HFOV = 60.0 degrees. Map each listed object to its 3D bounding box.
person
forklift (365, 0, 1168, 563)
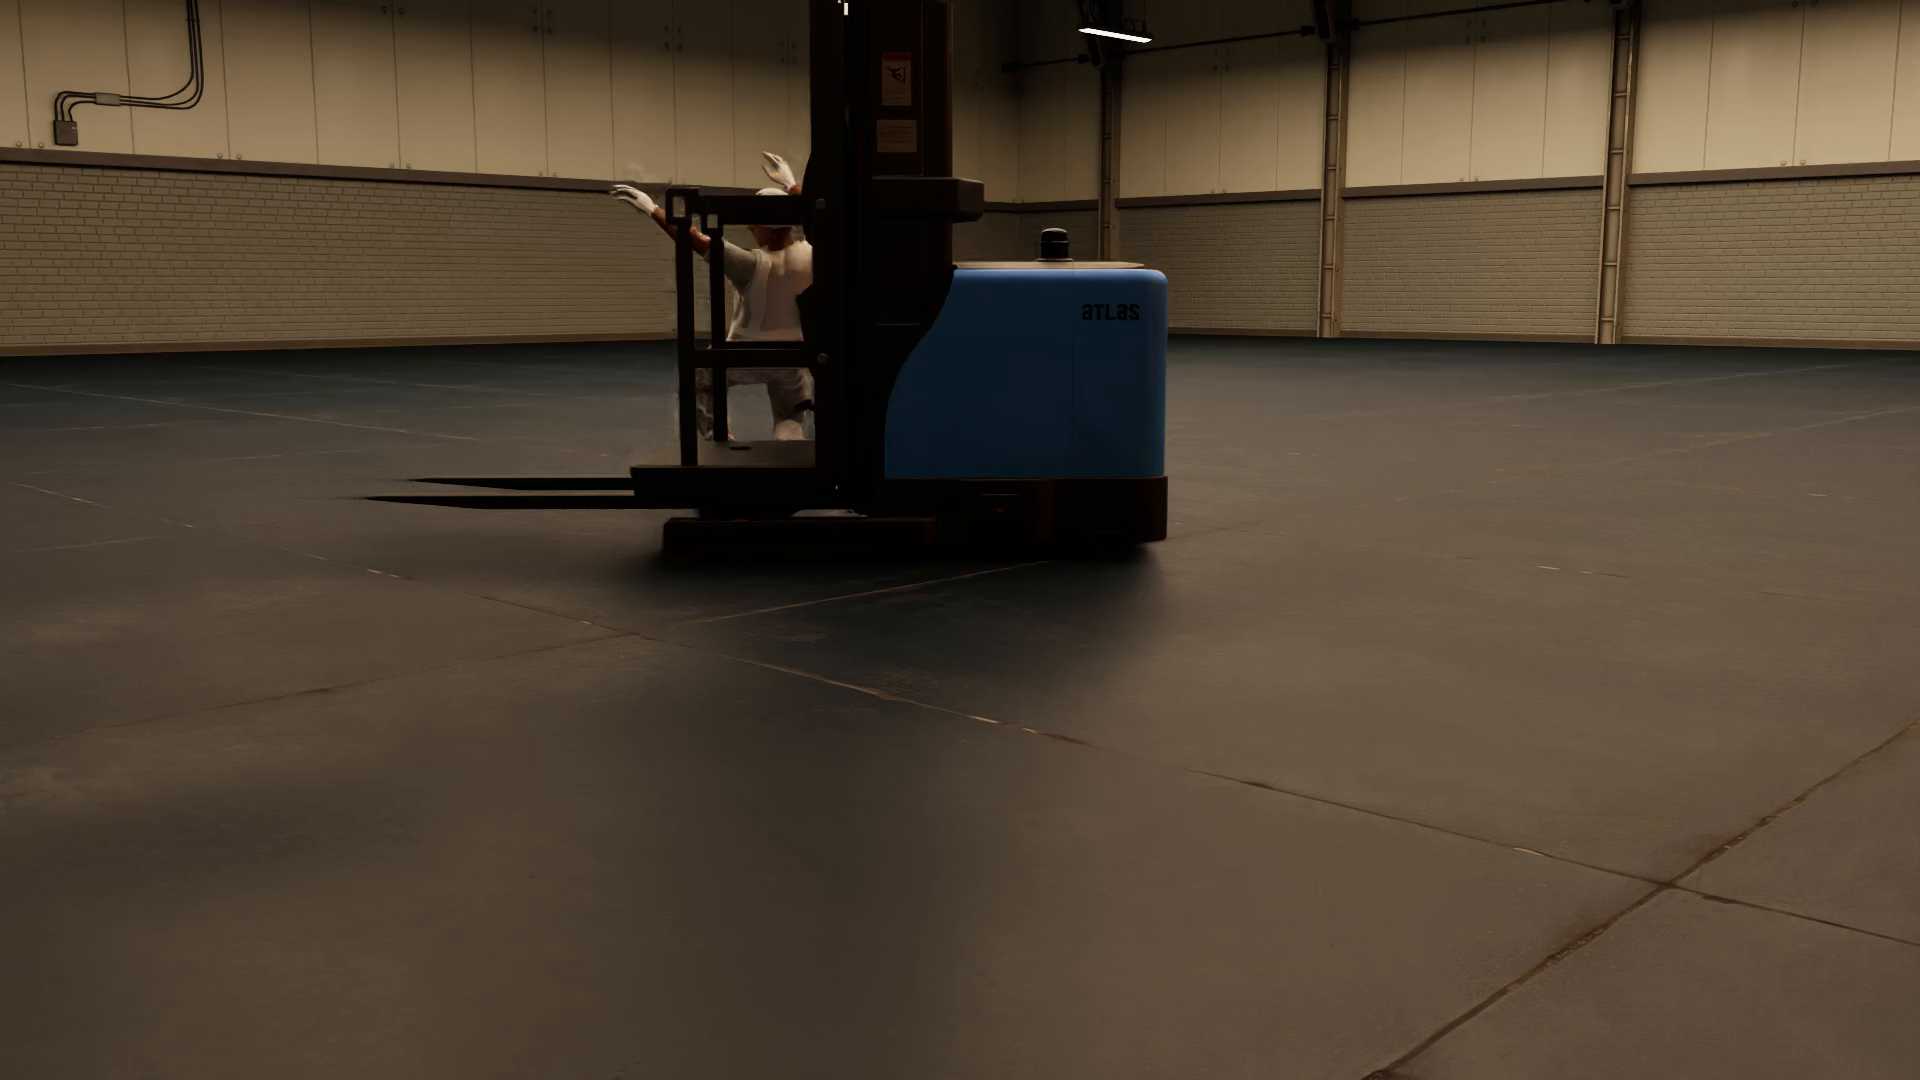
[{"bbox_3d":[-1.139,-1.018,7.955,1.122,1.678,0.822,-4,10,-27],"label":"person"},{"bbox_3d":[-0.745,-1.443,6.460,3.031,2.935,1.130,0,9,-1],"label":"forklift"}]
